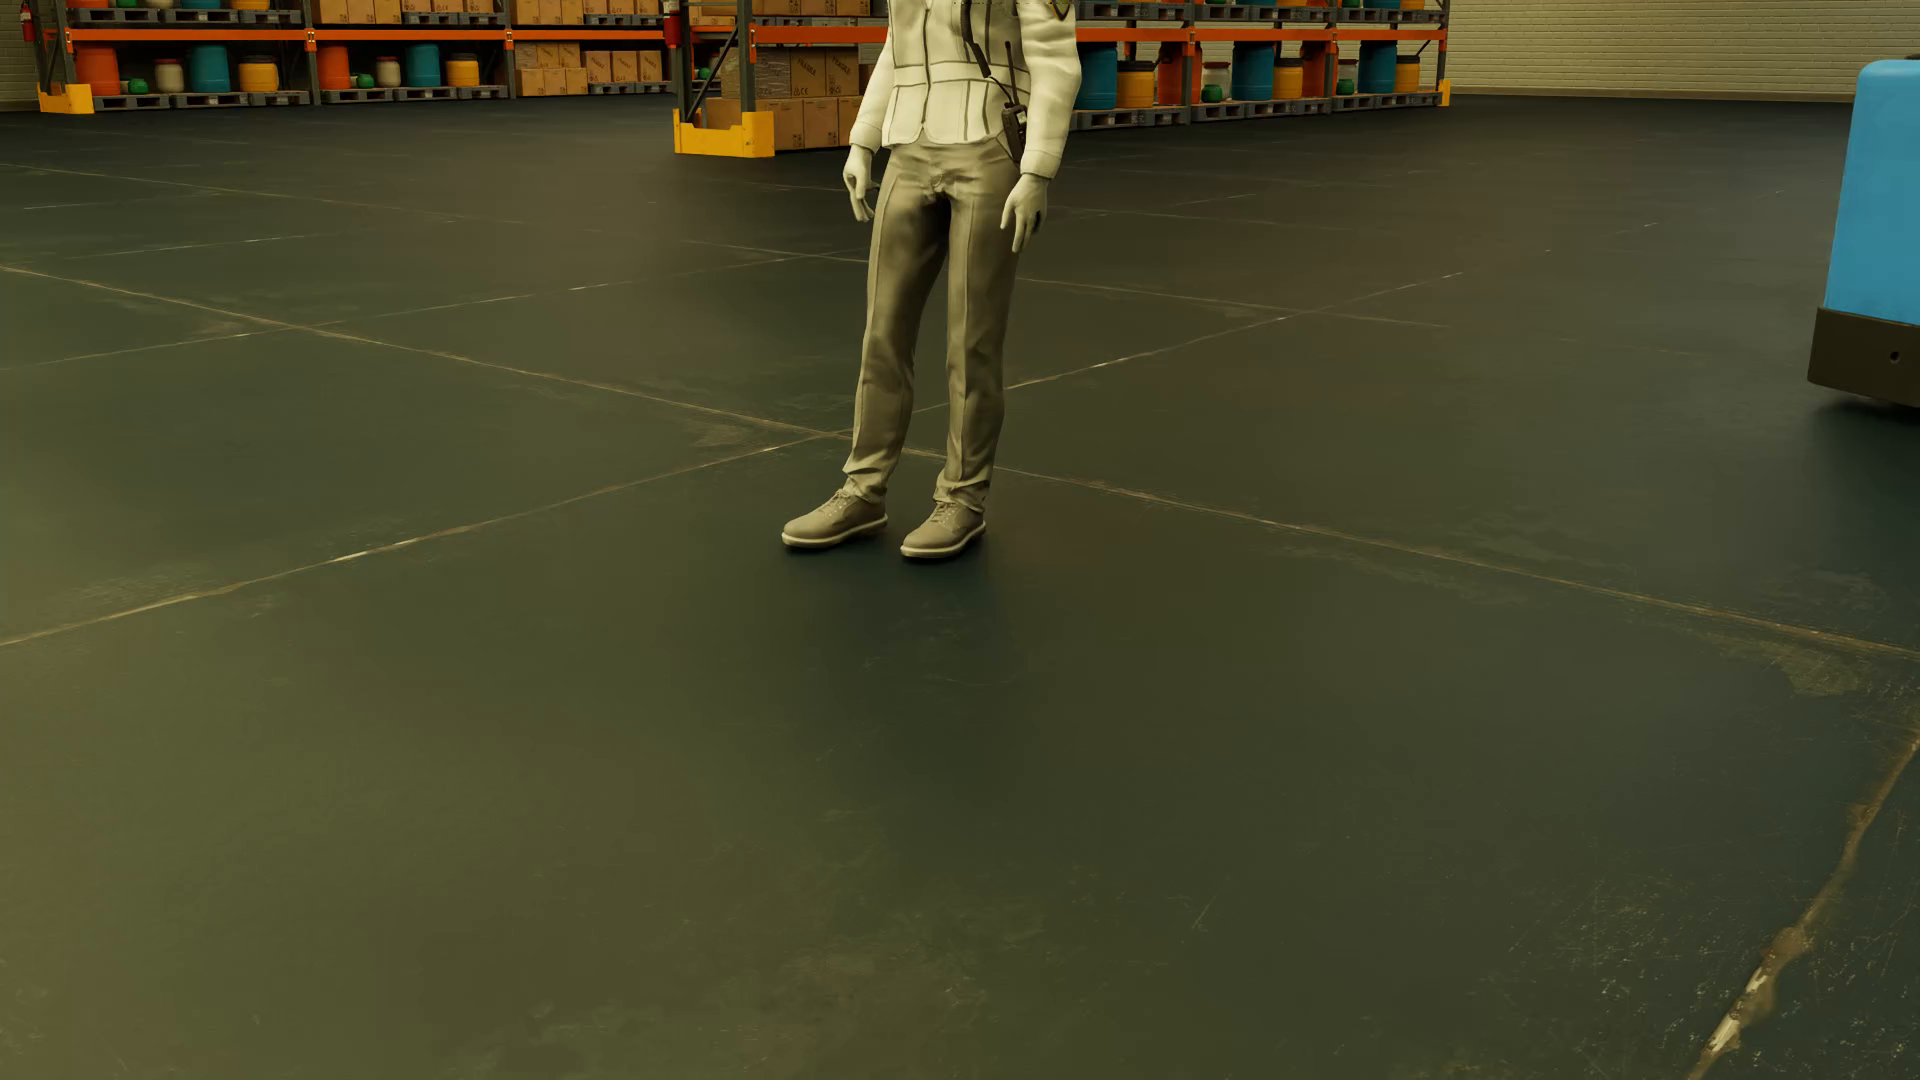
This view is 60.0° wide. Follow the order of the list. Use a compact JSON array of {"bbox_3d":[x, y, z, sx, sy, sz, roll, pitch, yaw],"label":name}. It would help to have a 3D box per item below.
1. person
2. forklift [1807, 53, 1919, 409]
[{"bbox_3d":[-0.048,-0.804,3.648,0.588,1.696,0.533,13,21,37],"label":"person"},{"bbox_3d":[4.317,-1.864,5.038,3.031,2.935,1.130,-6,18,-19],"label":"forklift"}]
